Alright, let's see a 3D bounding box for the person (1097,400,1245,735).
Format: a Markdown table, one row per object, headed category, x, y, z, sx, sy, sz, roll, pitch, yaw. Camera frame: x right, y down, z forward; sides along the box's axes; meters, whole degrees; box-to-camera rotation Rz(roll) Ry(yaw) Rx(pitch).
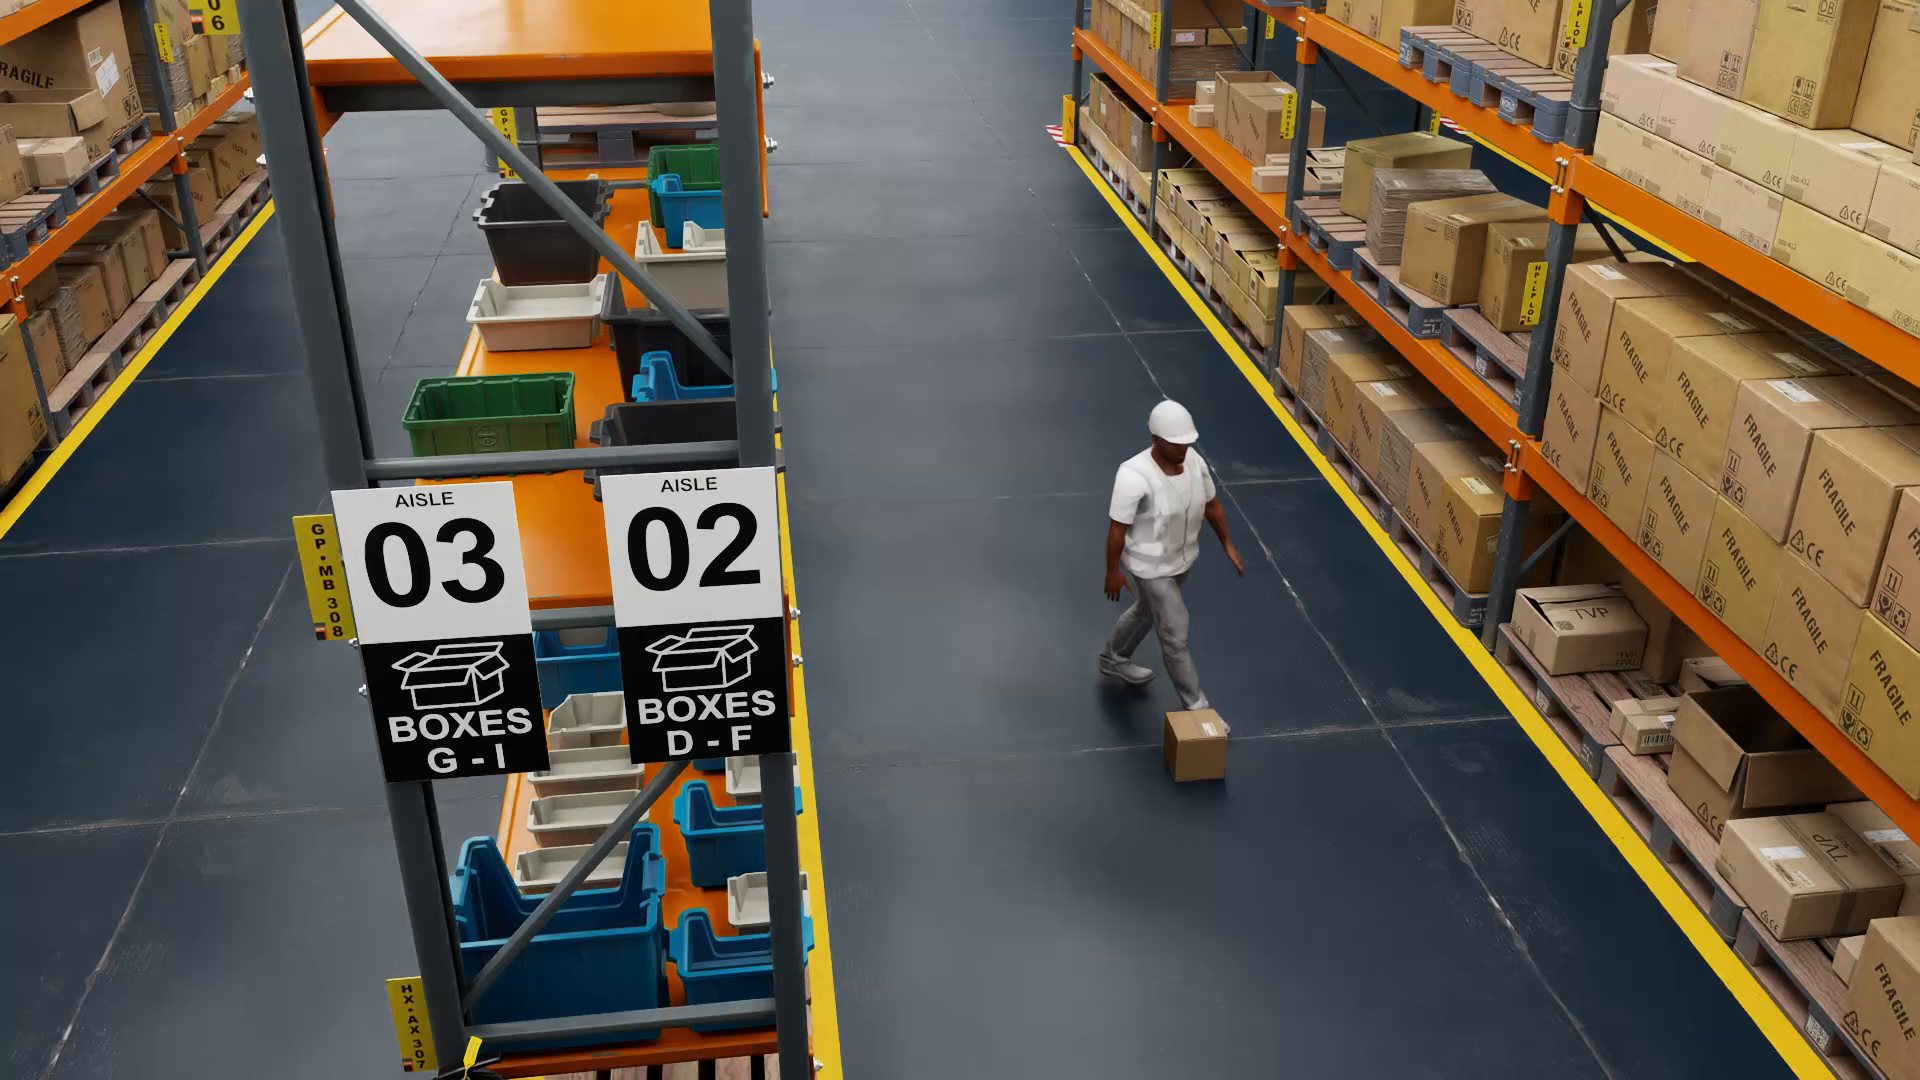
| category | x | y | z | sx | sy | sz | roll | pitch | yaw |
| --- | --- | --- | --- | --- | --- | --- | --- | --- | --- |
| person | 1.095 | 0.103 | 8.390 | 0.908 | 1.742 | 0.666 | 24 | 35 | 38 |
